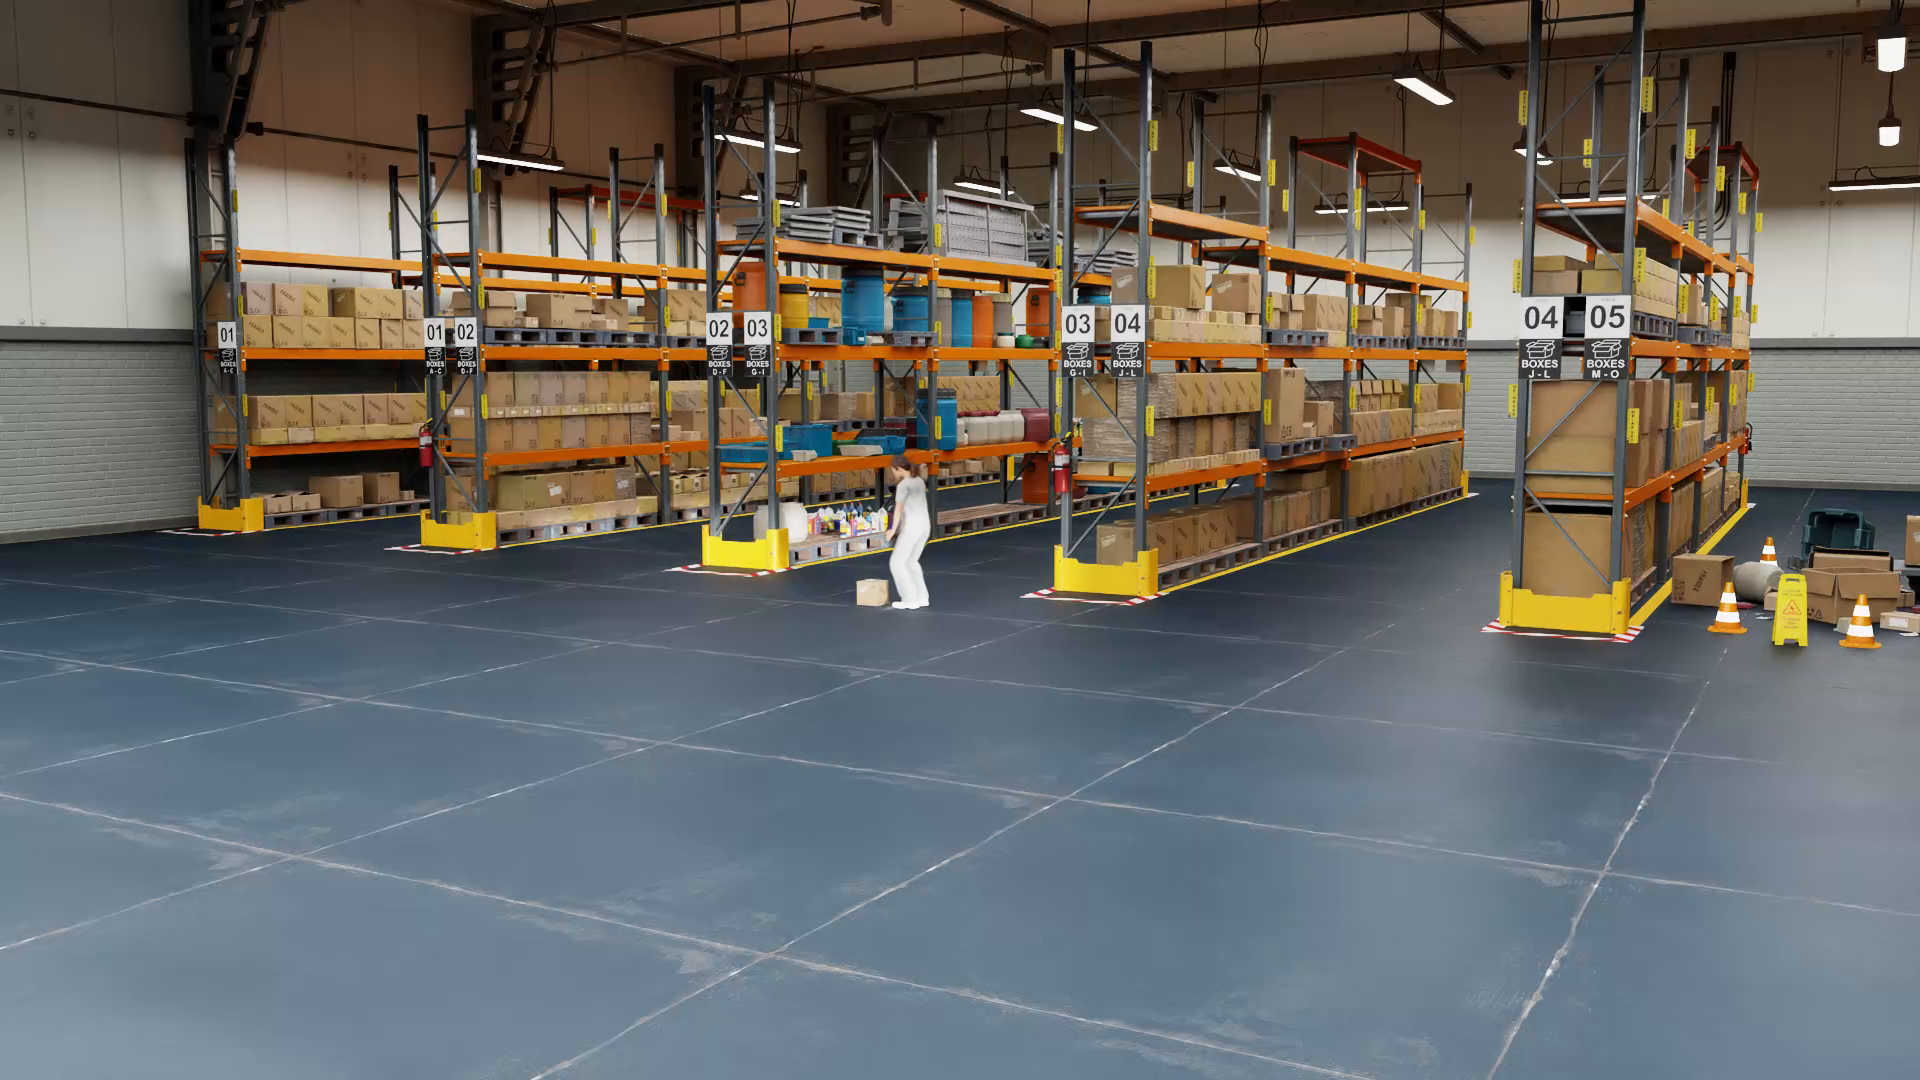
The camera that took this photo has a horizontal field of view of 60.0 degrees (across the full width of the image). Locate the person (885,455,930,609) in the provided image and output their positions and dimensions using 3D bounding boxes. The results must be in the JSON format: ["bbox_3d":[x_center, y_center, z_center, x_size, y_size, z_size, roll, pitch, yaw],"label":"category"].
[{"bbox_3d":[-0.544,-0.087,17.491,0.406,1.616,0.464,3,7,30],"label":"person"}]
